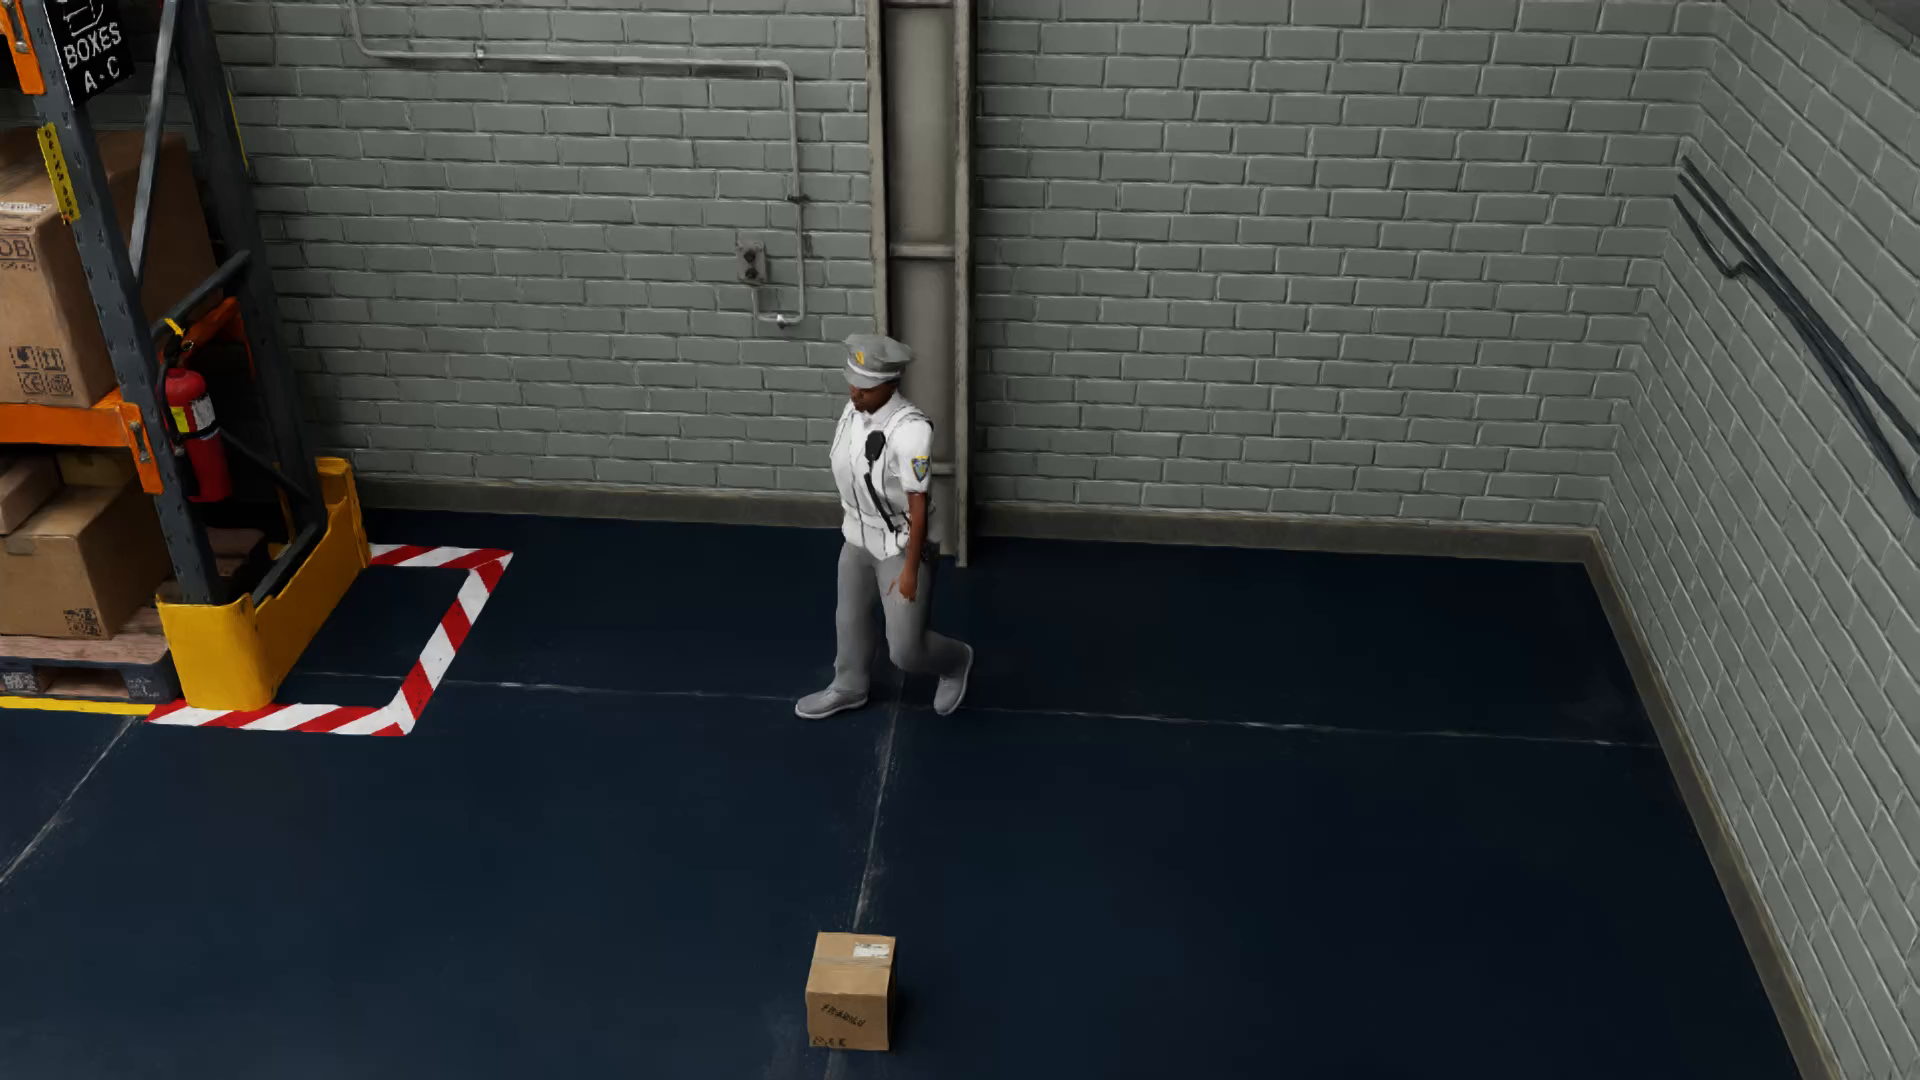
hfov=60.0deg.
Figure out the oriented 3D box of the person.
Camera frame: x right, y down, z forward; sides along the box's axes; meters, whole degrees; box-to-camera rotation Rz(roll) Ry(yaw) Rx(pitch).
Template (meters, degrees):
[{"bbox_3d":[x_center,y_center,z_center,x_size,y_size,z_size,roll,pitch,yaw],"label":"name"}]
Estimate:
[{"bbox_3d":[-0.271,-0.012,6.120,0.558,1.667,0.582,-26,41,-35],"label":"person"}]
